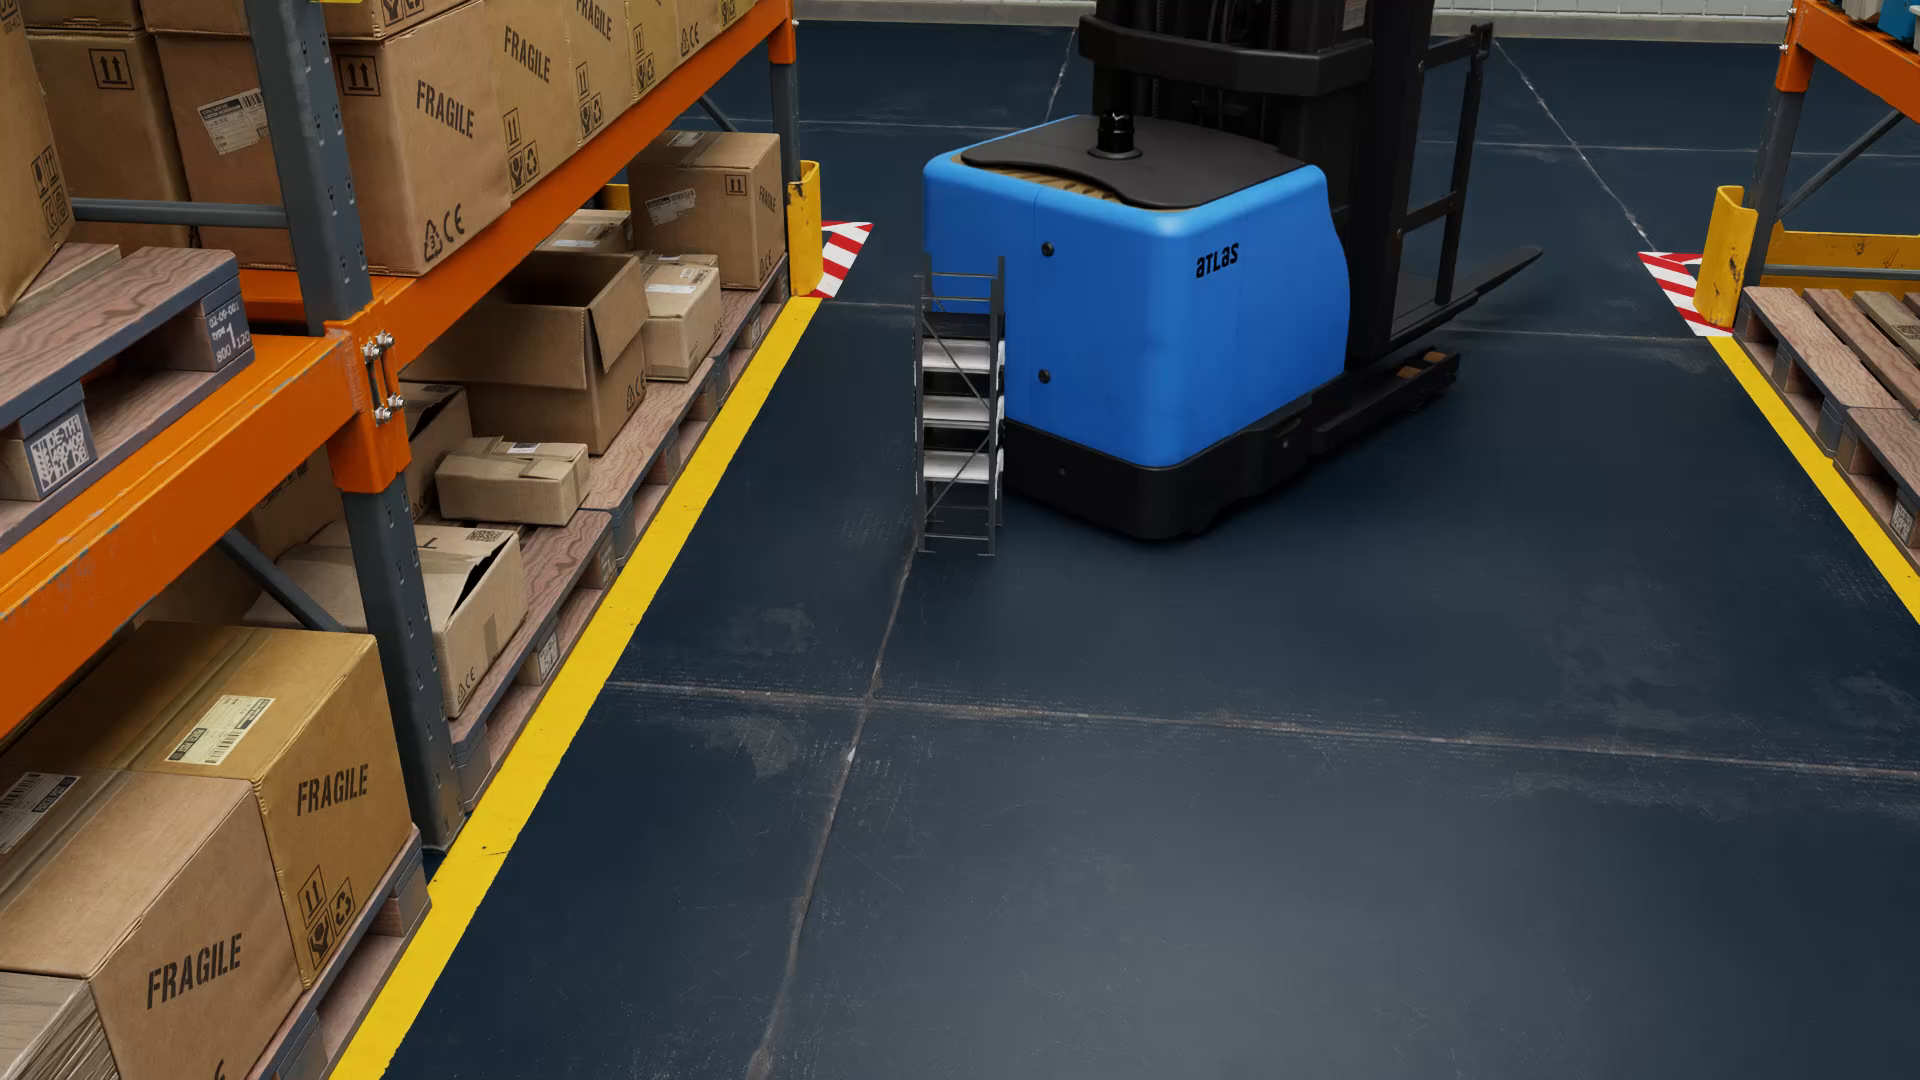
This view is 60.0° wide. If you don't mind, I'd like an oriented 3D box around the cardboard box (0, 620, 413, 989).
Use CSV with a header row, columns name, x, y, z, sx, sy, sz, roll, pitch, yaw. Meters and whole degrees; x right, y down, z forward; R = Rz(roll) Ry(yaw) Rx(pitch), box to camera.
name,x,y,z,sx,sy,sz,roll,pitch,yaw
cardboard box,-1.463,0.513,3.307,0.500,0.500,0.500,3,28,6

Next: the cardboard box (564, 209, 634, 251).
name,x,y,z,sx,sy,sz,roll,pitch,yaw
cardboard box,-1.590,-1.287,7.018,0.380,0.149,0.250,3,28,6

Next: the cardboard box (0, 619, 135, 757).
name,x,y,z,sx,sy,sz,roll,pitch,yaw
cardboard box,-1.988,0.478,3.373,0.500,0.500,0.500,2,28,4

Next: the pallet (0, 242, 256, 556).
name,x,y,z,sx,sy,sz,roll,pitch,yaw
pallet,-1.894,-0.188,2.640,1.003,0.211,1.213,3,28,6

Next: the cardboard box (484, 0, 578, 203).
name,x,y,z,sx,sy,sz,roll,pitch,yaw
cardboard box,-1.295,-1.152,4.120,0.500,0.500,0.500,4,29,7

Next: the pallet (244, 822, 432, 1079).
name,x,y,z,sx,sy,sz,roll,pitch,yaw
pallet,-1.749,0.970,3.227,1.003,0.211,1.213,3,28,6

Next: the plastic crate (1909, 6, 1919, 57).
name,x,y,z,sx,sy,sz,roll,pitch,yaw
plastic crate,3.157,-1.584,5.242,0.250,0.136,0.298,3,28,6

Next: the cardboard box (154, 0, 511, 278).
name,x,y,z,sx,sy,sz,roll,pitch,yaw
cardboard box,-1.354,-0.911,3.673,0.500,0.500,0.500,4,29,8

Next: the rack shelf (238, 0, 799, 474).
name,x,y,z,sx,sy,sz,roll,pitch,yaw
rack shelf,-1.442,-1.267,5.199,1.077,0.370,4.000,3,28,6

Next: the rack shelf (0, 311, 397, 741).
name,x,y,z,sx,sy,sz,roll,pitch,yaw
rack shelf,-1.932,0.615,1.704,1.077,0.370,4.000,3,28,6

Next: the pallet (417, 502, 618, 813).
name,x,y,z,sx,sy,sz,roll,pitch,yaw
pallet,-1.602,0.262,4.542,1.003,0.211,1.213,3,28,6

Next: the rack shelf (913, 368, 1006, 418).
name,x,y,z,sx,sy,sz,roll,pitch,yaw
rack shelf,0.001,-0.450,5.017,0.258,0.077,0.200,3,28,6

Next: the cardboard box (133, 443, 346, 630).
name,x,y,z,sx,sy,sz,roll,pitch,yaw
cardboard box,-1.899,-0.021,4.297,0.500,0.500,0.500,3,28,6

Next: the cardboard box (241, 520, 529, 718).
name,x,y,z,sx,sy,sz,roll,pitch,yaw
cardboard box,-1.421,0.162,4.157,0.500,0.311,0.500,3,28,6

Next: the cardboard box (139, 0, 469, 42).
name,x,y,z,sx,sy,sz,roll,pitch,yaw
cardboard box,-1.350,-1.332,3.401,0.500,0.500,0.500,4,29,8

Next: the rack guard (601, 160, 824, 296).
name,x,y,z,sx,sy,sz,roll,pitch,yaw
rack guard,-1.207,-1.389,7.302,1.175,0.500,0.348,3,28,6

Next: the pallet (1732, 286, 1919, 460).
name,x,y,z,sx,sy,sz,roll,pitch,yaw
pallet,3.579,-0.622,6.183,1.003,0.211,1.213,3,28,6

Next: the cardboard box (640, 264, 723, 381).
name,x,y,z,sx,sy,sz,roll,pitch,yaw
cardboard box,-1.166,-0.793,5.995,0.500,0.250,0.500,3,28,6

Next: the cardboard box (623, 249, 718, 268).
name,x,y,z,sx,sy,sz,roll,pitch,yaw
cardboard box,-1.158,-1.016,6.497,0.380,0.166,0.250,3,28,6

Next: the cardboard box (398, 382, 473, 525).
name,x,y,z,sx,sy,sz,roll,pitch,yaw
cardboard box,-1.807,-0.290,4.998,0.500,0.311,0.500,3,28,6

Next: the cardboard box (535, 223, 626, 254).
name,x,y,z,sx,sy,sz,roll,pitch,yaw
cardboard box,-1.607,-1.034,6.442,0.500,0.250,0.500,3,28,6

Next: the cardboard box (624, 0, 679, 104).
name,x,y,z,sx,sy,sz,roll,pitch,yaw
cardboard box,-1.171,-1.627,5.002,0.500,0.500,0.500,3,28,5

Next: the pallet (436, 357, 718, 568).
name,x,y,z,sx,sy,sz,roll,pitch,yaw
pallet,-1.455,-0.314,5.611,1.003,0.211,1.213,3,28,6

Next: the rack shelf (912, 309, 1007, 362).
name,x,y,z,sx,sy,sz,roll,pitch,yaw
rack shelf,0.001,-0.608,4.931,0.258,0.077,0.200,3,28,6

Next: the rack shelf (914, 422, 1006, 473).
name,x,y,z,sx,sy,sz,roll,pitch,yaw
rack shelf,0.001,-0.291,5.102,0.258,0.077,0.200,3,28,6

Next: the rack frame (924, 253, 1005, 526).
name,x,y,z,sx,sy,sz,roll,pitch,yaw
rack frame,0.013,-0.448,5.132,0.240,0.900,0.006,3,28,6

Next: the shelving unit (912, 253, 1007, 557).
name,x,y,z,sx,sy,sz,roll,pitch,yaw
shelving unit,0.001,-0.400,5.044,0.258,0.900,0.210,3,28,6

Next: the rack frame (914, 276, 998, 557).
name,x,y,z,sx,sy,sz,roll,pitch,yaw
rack frame,-0.011,-0.352,4.955,0.240,0.900,0.006,3,28,6

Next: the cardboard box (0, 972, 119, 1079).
name,x,y,z,sx,sy,sz,roll,pitch,yaw
cardboard box,-1.594,0.981,2.438,0.500,0.500,0.500,4,29,7

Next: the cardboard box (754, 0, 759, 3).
name,x,y,z,sx,sy,sz,roll,pitch,yaw
cardboard box,-0.982,-2.343,6.331,0.500,0.500,0.500,4,29,8

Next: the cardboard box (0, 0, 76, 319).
name,x,y,z,sx,sy,sz,roll,pitch,yaw
cardboard box,-1.967,-0.662,2.767,0.700,0.500,0.500,-6,29,-11

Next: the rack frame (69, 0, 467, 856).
name,x,y,z,sx,sy,sz,roll,pitch,yaw
rack frame,-1.687,-0.643,3.280,1.000,3.000,0.127,3,28,6

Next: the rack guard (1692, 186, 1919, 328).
name,x,y,z,sx,sy,sz,roll,pitch,yaw
rack guard,3.708,-1.148,6.853,1.175,0.500,0.348,3,28,6

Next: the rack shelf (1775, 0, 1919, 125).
name,x,y,z,sx,sy,sz,roll,pitch,yaw
rack shelf,3.473,-0.978,4.661,1.077,0.370,4.000,3,28,6

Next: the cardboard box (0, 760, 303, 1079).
name,x,y,z,sx,sy,sz,roll,pitch,yaw
cardboard box,-1.532,0.745,2.876,0.500,0.500,0.500,3,29,6

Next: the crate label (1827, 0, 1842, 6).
name,x,y,z,sx,sy,sz,roll,pitch,yaw
crate label,3.361,-2.092,6.083,0.416,0.233,0.303,3,28,6

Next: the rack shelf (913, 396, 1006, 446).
name,x,y,z,sx,sy,sz,roll,pitch,yaw
rack shelf,0.001,-0.371,5.059,0.258,0.077,0.200,3,28,6

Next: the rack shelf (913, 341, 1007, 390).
name,x,y,z,sx,sy,sz,roll,pitch,yaw
rack shelf,0.001,-0.529,4.974,0.258,0.077,0.200,3,28,6

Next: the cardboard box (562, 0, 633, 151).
name,x,y,z,sx,sy,sz,roll,pitch,yaw
cardboard box,-1.231,-1.387,4.557,0.500,0.500,0.500,3,28,6

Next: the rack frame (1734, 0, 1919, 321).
name,x,y,z,sx,sy,sz,roll,pitch,yaw
rack frame,3.718,-2.236,6.238,1.000,3.000,0.127,3,28,6

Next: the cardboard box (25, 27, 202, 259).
name,x,y,z,sx,sy,sz,roll,pitch,yaw
cardboard box,-1.881,-0.937,3.721,0.500,0.500,0.500,4,29,7

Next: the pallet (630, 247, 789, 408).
name,x,y,z,sx,sy,sz,roll,pitch,yaw
pallet,-1.303,-0.887,6.674,1.003,0.211,1.213,3,28,6

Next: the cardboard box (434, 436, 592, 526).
name,x,y,z,sx,sy,sz,roll,pitch,yaw
cardboard box,-1.325,-0.182,4.948,0.380,0.166,0.250,3,28,6

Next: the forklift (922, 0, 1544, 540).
name,x,y,z,sx,sy,sz,roll,pitch,yaw
forklift,1.226,-1.906,5.698,1.130,2.935,3.031,23,36,36

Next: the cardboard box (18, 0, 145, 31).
name,x,y,z,sx,sy,sz,roll,pitch,yaw
cardboard box,-1.882,-1.380,3.489,0.500,0.500,0.500,3,29,6

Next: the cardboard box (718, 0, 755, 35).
name,x,y,z,sx,sy,sz,roll,pitch,yaw
cardboard box,-1.042,-2.099,5.877,0.500,0.500,0.500,4,29,7

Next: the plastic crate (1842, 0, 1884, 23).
name,x,y,z,sx,sy,sz,roll,pitch,yaw
plastic crate,3.240,-1.903,5.835,0.250,0.136,0.298,3,28,6

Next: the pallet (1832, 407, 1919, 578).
name,x,y,z,sx,sy,sz,roll,pitch,yaw
pallet,3.427,-0.050,5.120,1.003,0.211,1.213,3,28,6

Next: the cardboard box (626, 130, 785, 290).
name,x,y,z,sx,sy,sz,roll,pitch,yaw
cardboard box,-1.019,-1.349,6.762,0.500,0.500,0.500,3,28,6

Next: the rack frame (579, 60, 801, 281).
name,x,y,z,sx,sy,sz,roll,pitch,yaw
rack frame,-1.197,-2.526,6.775,1.000,3.000,0.127,3,28,6

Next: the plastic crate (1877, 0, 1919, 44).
name,x,y,z,sx,sy,sz,roll,pitch,yaw
plastic crate,3.281,-1.782,5.508,0.416,0.233,0.300,3,28,6

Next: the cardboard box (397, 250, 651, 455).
name,x,y,z,sx,sy,sz,roll,pitch,yaw
cardboard box,-1.462,-0.622,5.410,0.797,0.503,0.637,3,28,6

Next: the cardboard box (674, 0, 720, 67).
name,x,y,z,sx,sy,sz,roll,pitch,yaw
cardboard box,-1.109,-1.864,5.442,0.500,0.500,0.500,4,29,7

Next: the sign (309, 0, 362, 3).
name,x,y,z,sx,sy,sz,roll,pitch,yaw
sign,-1.136,-1.122,2.949,0.100,0.325,0.005,3,28,6

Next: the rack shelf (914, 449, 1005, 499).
name,x,y,z,sx,sy,sz,roll,pitch,yaw
rack shelf,0.001,-0.212,5.145,0.258,0.077,0.200,3,28,6
